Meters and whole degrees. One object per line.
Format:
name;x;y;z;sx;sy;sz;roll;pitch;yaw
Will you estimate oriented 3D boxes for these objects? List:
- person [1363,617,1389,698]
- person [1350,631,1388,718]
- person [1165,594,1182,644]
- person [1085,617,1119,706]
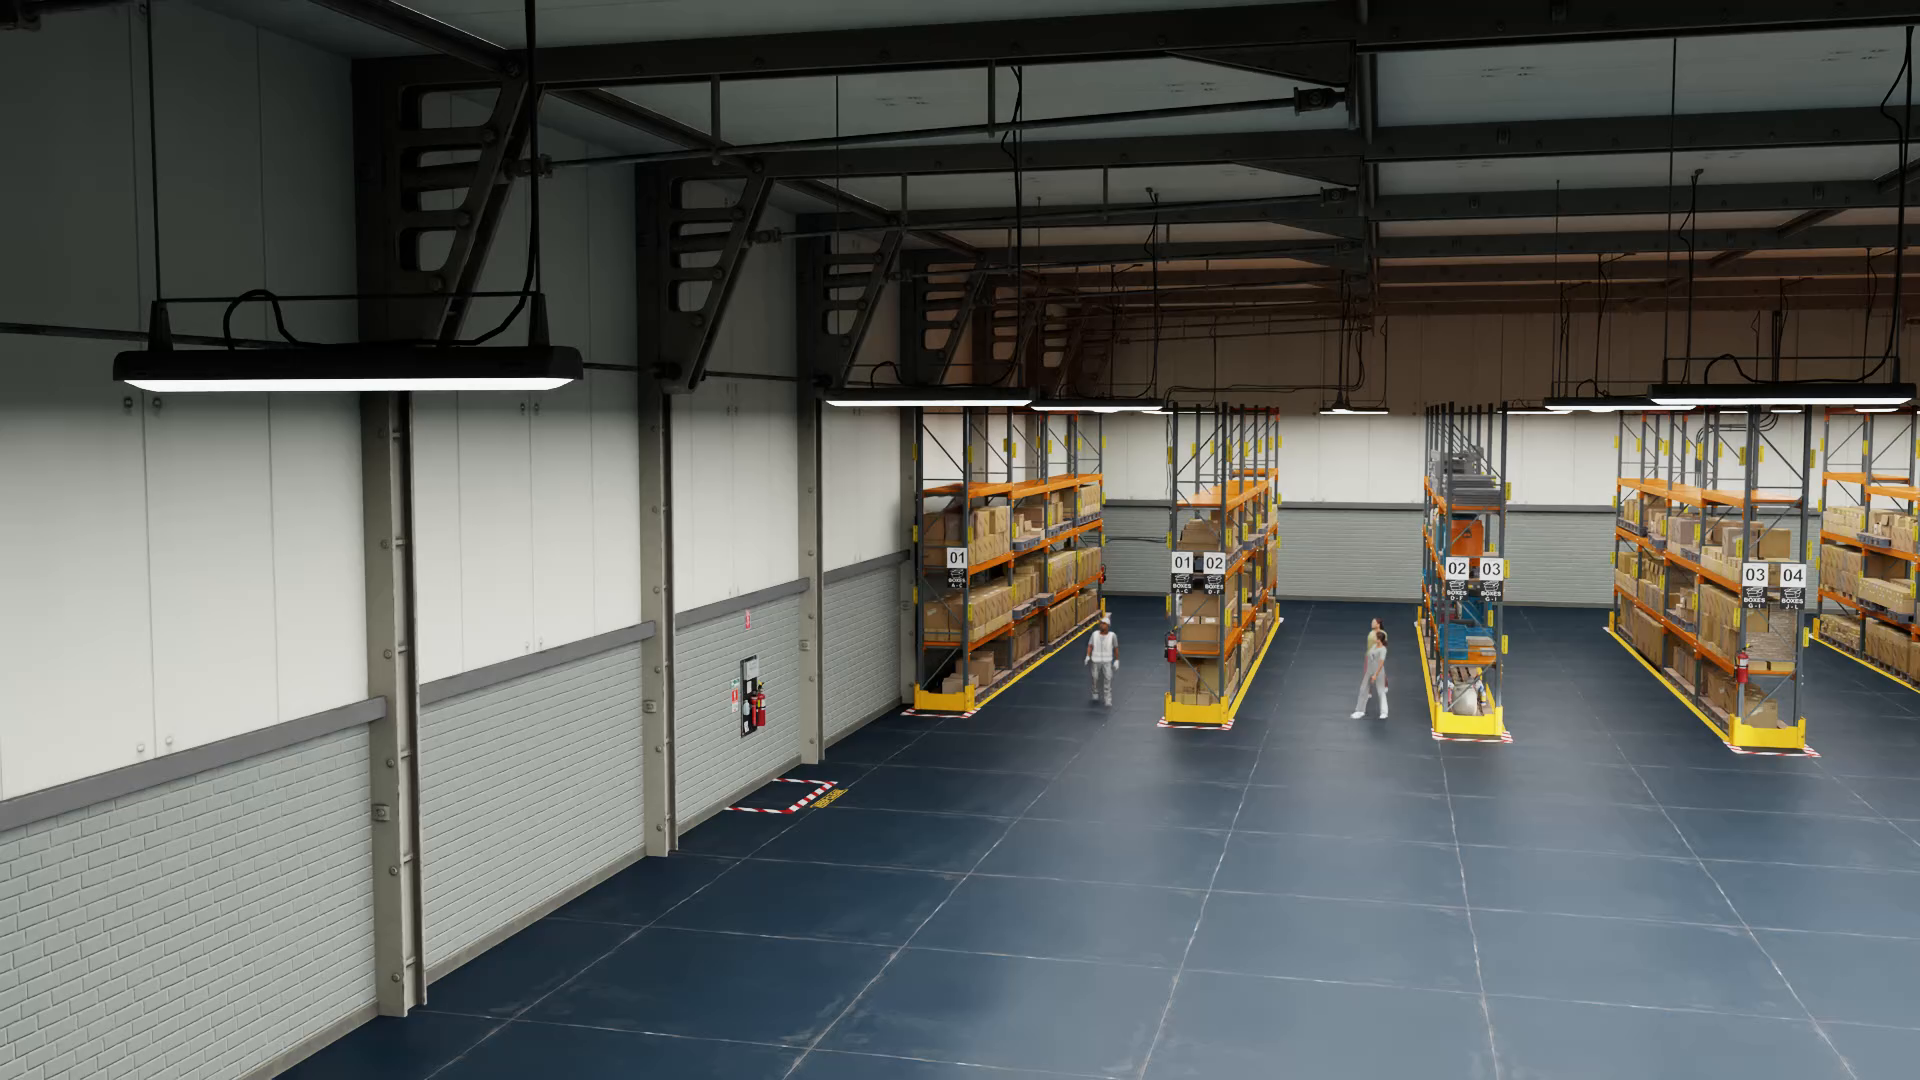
person;8.506;2.391;33.967;0.458;1.622;0.861;3;5;33
person;7.830;2.571;31.575;0.651;1.634;0.530;-3;5;-37
person;5.356;1.866;41.069;0.501;1.649;0.928;2;5;20
person;2.823;2.412;33.082;0.699;1.726;1.048;0;4;-1
